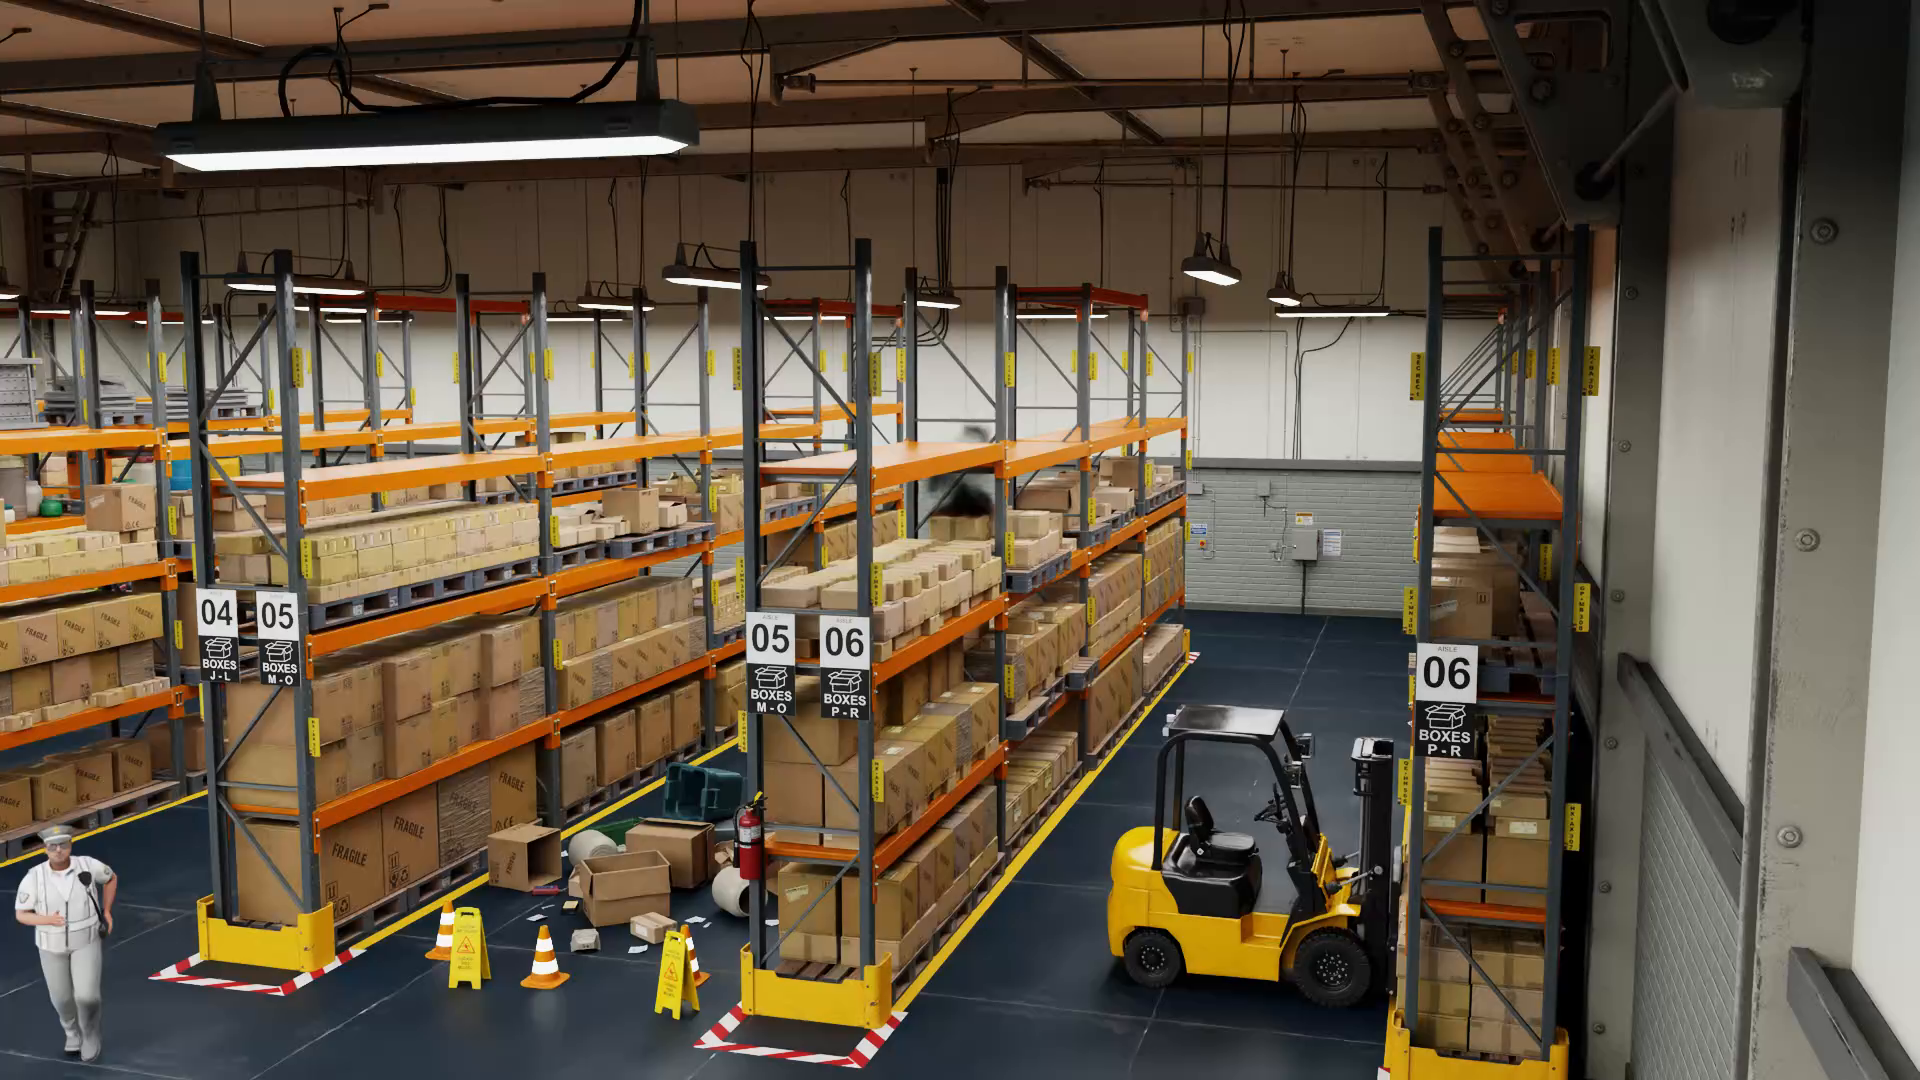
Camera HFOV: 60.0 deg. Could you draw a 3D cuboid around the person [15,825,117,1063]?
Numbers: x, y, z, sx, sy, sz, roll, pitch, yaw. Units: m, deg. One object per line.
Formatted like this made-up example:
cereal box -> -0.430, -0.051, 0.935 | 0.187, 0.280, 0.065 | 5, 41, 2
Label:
person -> -6.498, 2.943, 12.115 | 0.640, 1.788, 0.682 | -3, 7, -22
